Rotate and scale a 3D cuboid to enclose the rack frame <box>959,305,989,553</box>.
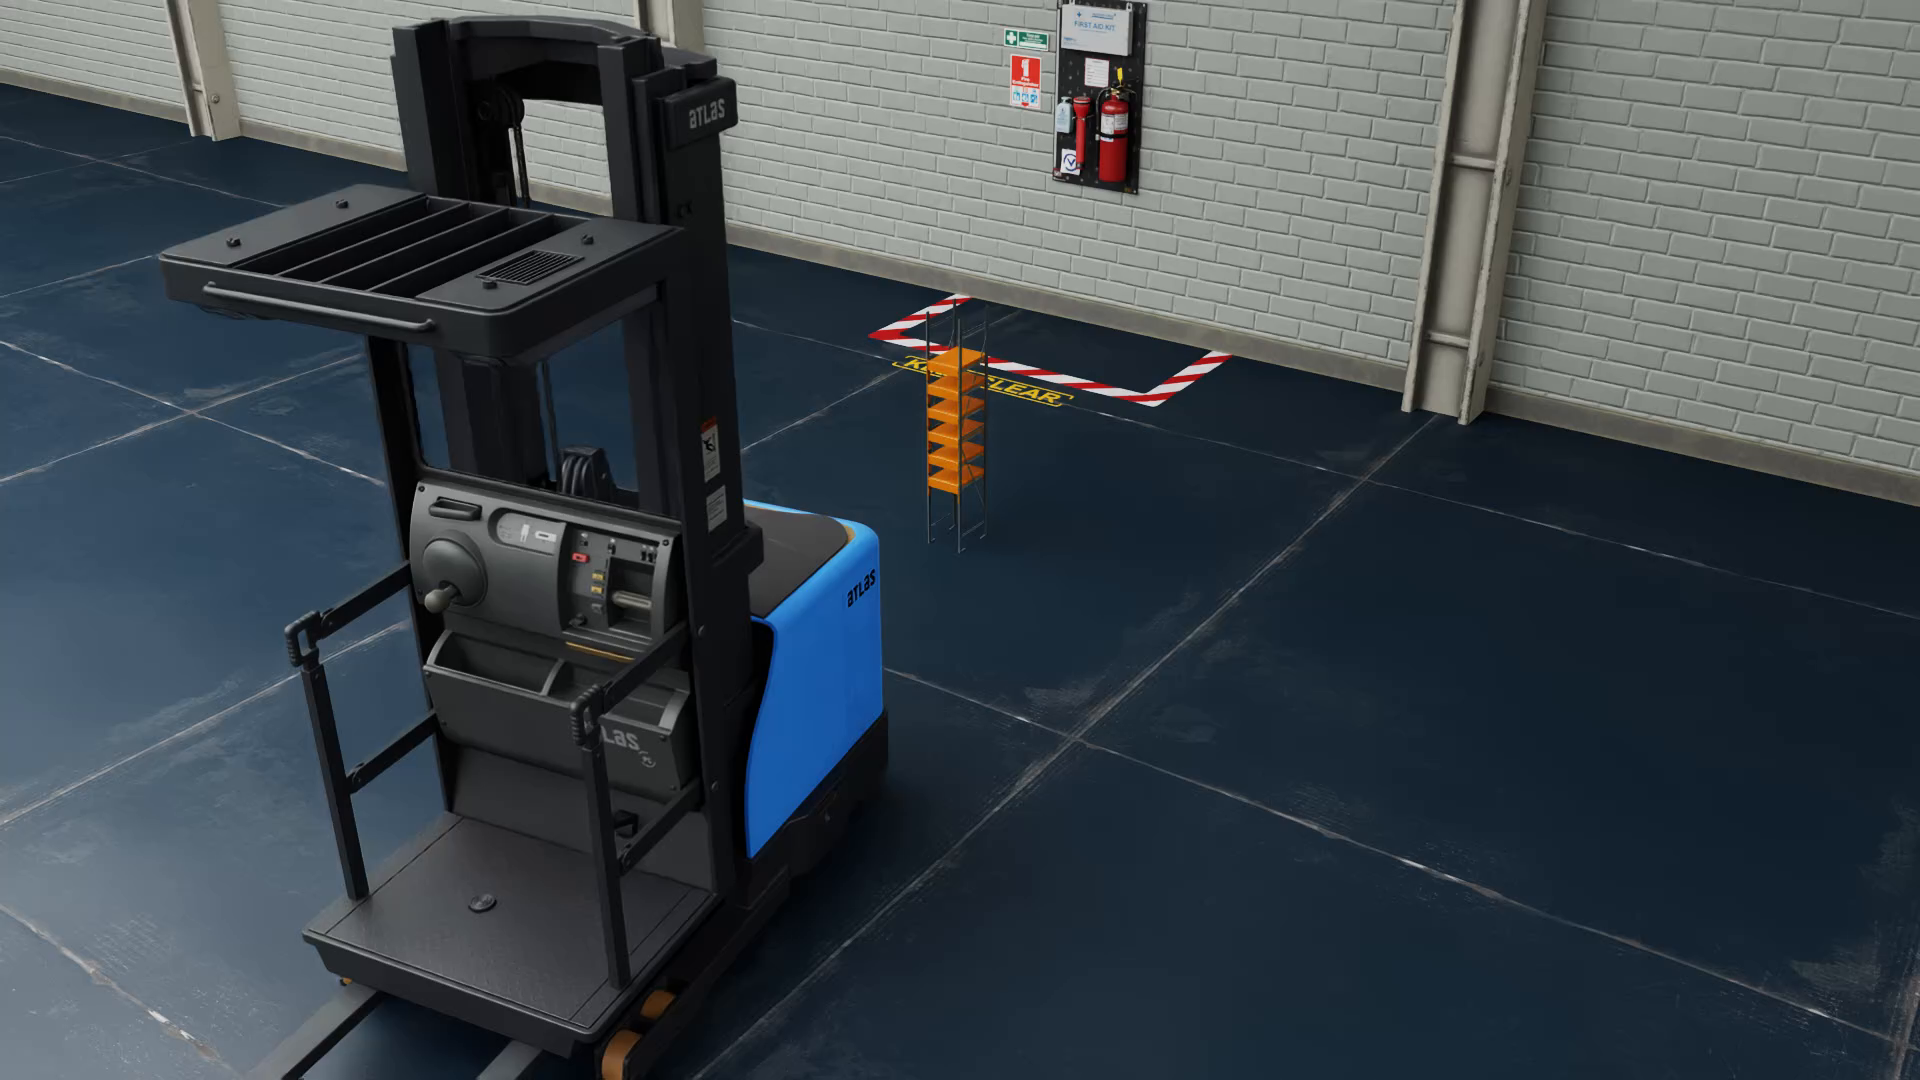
[{"bbox_3d":[0.063,-0.515,7.939,0.006,1.200,0.240,17,32,30],"label":"rack frame"}]

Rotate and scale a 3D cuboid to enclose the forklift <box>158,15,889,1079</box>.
[{"bbox_3d":[-1.341,0.118,4.788,1.130,2.935,3.031,12,29,21],"label":"forklift"}]

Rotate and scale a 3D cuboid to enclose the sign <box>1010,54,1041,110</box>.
[{"bbox_3d":[0.421,-2.948,10.697,0.234,0.329,0.001,17,32,30],"label":"sign"}]

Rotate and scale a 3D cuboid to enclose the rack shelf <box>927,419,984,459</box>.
[{"bbox_3d":[-0.012,-0.499,8.005,0.180,0.103,0.258,17,32,30],"label":"rack shelf"}]

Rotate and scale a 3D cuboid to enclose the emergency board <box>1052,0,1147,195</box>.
[{"bbox_3d":[0.818,-2.752,10.350,0.643,1.169,0.194,17,32,30],"label":"emergency board"}]

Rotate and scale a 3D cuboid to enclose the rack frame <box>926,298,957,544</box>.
[{"bbox_3d":[-0.087,-0.562,8.031,0.006,1.200,0.240,17,32,30],"label":"rack frame"}]

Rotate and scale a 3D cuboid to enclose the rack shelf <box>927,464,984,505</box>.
[{"bbox_3d":[-0.012,-0.285,8.114,0.180,0.103,0.258,17,32,30],"label":"rack shelf"}]

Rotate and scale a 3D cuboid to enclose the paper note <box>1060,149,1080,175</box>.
[{"bbox_3d":[0.711,-2.430,10.690,0.142,0.148,0.016,17,32,30],"label":"paper note"}]

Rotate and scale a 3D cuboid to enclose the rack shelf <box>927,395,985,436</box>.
[{"bbox_3d":[-0.012,-0.606,7.951,0.180,0.103,0.258,17,32,30],"label":"rack shelf"}]

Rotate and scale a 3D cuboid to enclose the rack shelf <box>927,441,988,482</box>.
[{"bbox_3d":[-0.012,-0.392,8.060,0.180,0.103,0.258,17,32,30],"label":"rack shelf"}]

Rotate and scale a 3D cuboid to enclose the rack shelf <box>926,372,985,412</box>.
[{"bbox_3d":[-0.012,-0.713,7.896,0.180,0.103,0.258,17,32,30],"label":"rack shelf"}]

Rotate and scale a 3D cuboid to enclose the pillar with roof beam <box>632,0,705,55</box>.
[{"bbox_3d":[-4.549,-4.708,7.579,0.400,9.000,9.100,17,32,30],"label":"pillar with roof beam"}]

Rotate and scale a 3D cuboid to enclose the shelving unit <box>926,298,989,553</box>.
[{"bbox_3d":[-0.012,-0.538,7.985,0.189,1.200,0.258,17,32,30],"label":"shelving unit"}]

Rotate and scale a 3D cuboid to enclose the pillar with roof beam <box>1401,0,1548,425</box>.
[{"bbox_3d":[0.396,-3.167,4.552,0.400,9.000,9.100,17,32,30],"label":"pillar with roof beam"}]

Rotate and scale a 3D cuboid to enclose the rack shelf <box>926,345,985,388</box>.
[{"bbox_3d":[-0.012,-0.820,7.842,0.180,0.103,0.258,17,32,30],"label":"rack shelf"}]

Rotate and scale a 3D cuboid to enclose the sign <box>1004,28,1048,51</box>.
[{"bbox_3d":[0.420,-3.180,10.568,0.331,0.109,0.001,17,32,30],"label":"sign"}]

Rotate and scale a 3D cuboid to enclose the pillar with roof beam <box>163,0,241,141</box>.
[{"bbox_3d":[-9.495,-6.249,10.607,0.400,9.000,9.100,17,32,30],"label":"pillar with roof beam"}]
